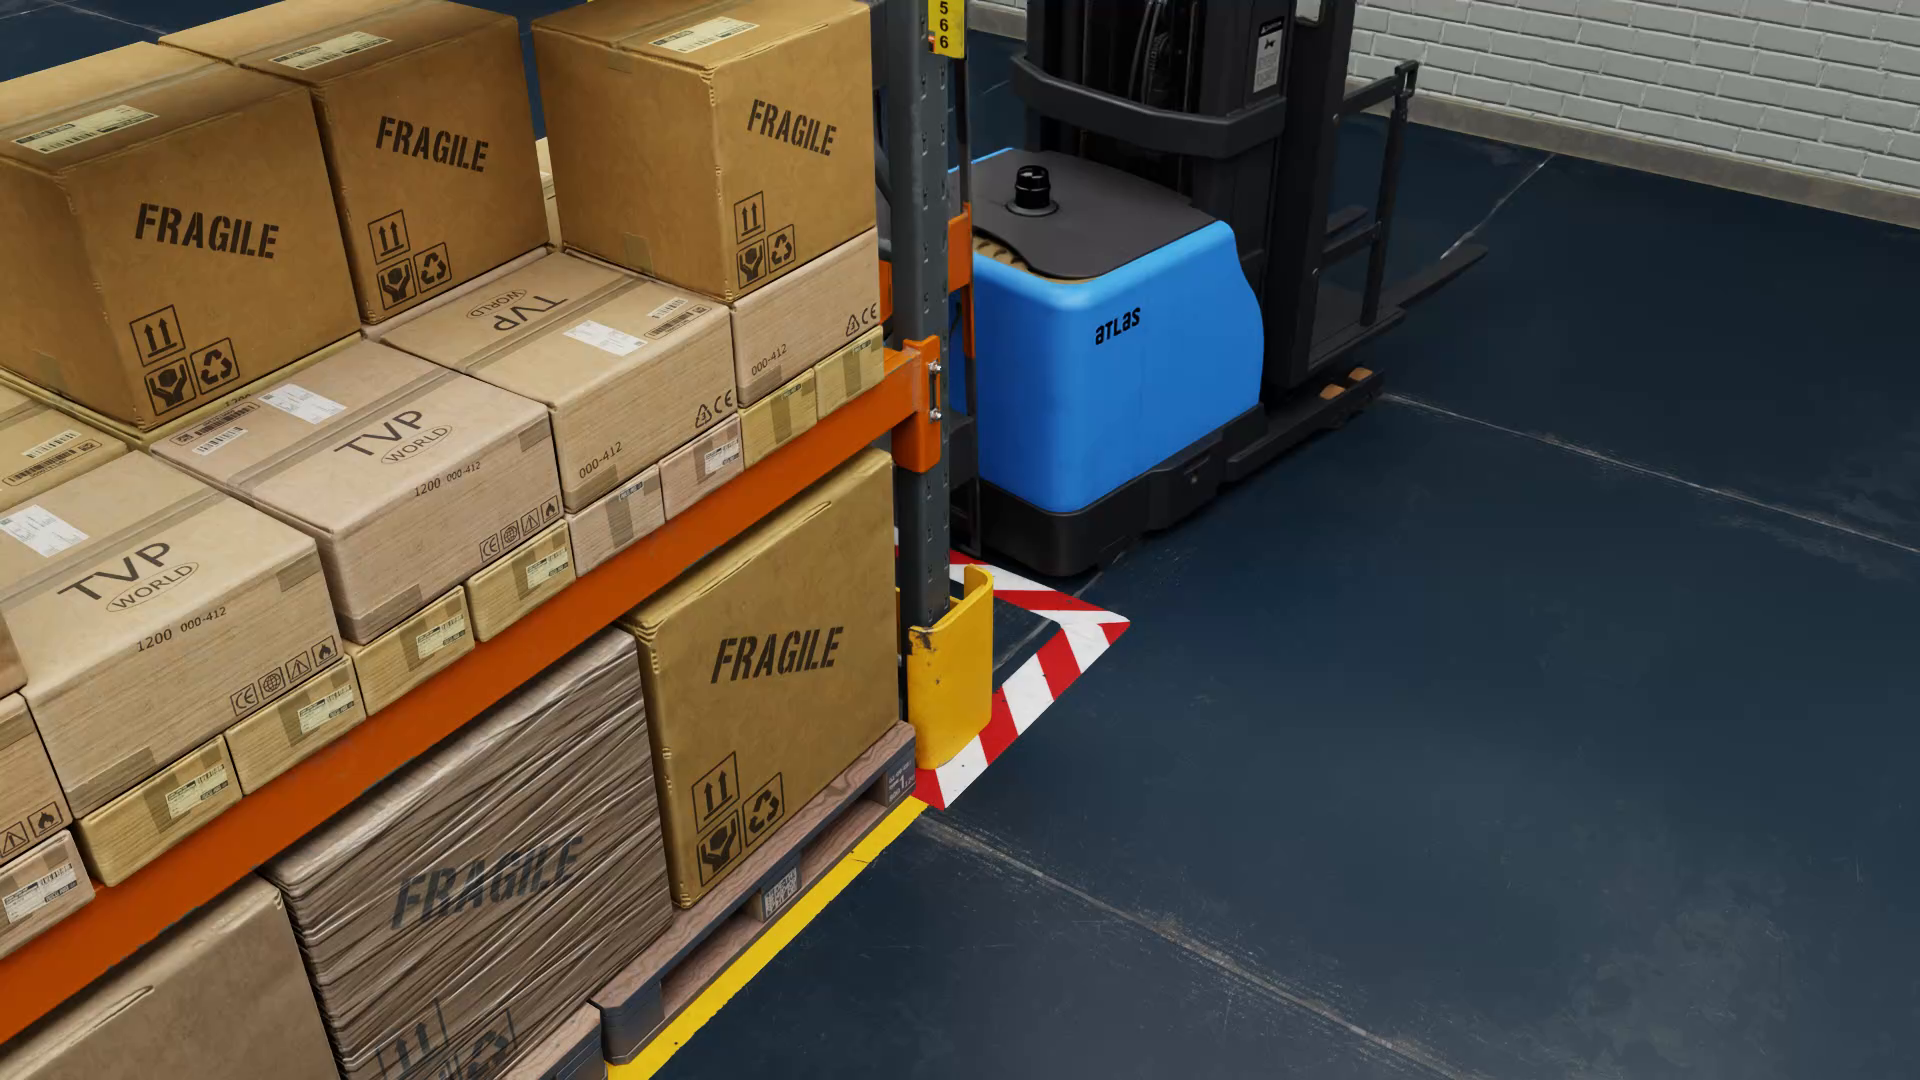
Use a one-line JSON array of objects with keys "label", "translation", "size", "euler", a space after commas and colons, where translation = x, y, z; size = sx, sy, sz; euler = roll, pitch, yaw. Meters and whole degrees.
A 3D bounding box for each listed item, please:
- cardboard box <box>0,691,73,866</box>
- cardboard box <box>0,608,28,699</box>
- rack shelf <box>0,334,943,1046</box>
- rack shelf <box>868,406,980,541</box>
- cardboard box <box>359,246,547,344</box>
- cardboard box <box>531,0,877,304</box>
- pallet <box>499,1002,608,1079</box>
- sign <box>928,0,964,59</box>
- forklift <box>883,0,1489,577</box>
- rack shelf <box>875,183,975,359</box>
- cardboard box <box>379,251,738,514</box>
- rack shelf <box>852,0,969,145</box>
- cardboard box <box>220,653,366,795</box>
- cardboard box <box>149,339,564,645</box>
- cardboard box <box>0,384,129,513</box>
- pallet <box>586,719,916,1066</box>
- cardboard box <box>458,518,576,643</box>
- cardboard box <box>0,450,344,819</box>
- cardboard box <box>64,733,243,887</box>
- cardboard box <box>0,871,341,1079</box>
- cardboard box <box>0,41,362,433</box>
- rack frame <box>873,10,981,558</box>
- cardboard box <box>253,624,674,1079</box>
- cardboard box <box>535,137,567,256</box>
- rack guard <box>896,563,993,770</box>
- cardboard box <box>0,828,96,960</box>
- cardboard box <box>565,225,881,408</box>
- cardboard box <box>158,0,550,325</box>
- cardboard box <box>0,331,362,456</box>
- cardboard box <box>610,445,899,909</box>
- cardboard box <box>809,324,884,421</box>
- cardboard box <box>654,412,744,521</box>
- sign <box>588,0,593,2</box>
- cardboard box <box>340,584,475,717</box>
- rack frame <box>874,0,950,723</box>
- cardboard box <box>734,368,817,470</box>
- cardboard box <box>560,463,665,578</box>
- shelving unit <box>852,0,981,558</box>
[{"label": "cardboard box", "translation": [-1.691, 0.357, 2.413], "size": [0.500, 0.250, 0.500], "euler": [22, 40, 29]}, {"label": "cardboard box", "translation": [-1.689, 0.043, 2.208], "size": [0.500, 0.500, 0.500], "euler": [20, 39, 27]}, {"label": "rack shelf", "translation": [-1.612, 0.396, 3.129], "size": [1.077, 0.370, 4.000], "euler": [21, 39, 28]}, {"label": "rack shelf", "translation": [-0.255, -0.182, 5.398], "size": [0.431, 0.518, 0.480], "euler": [28, 45, 34]}, {"label": "cardboard box", "translation": [-1.258, -0.508, 3.692], "size": [0.500, 0.250, 0.500], "euler": [21, 39, 28]}, {"label": "cardboard box", "translation": [-0.533, -0.886, 3.582], "size": [0.500, 0.500, 0.500], "euler": [22, 40, 29]}, {"label": "pallet", "translation": [-1.559, 1.285, 3.662], "size": [1.003, 0.211, 1.213], "euler": [21, 39, 28]}, {"label": "sign", "translation": [-0.034, -1.221, 3.632], "size": [0.100, 0.325, 0.005], "euler": [21, 39, 28]}, {"label": "forklift", "translation": [1.010, -1.823, 5.829], "size": [1.130, 2.935, 3.031], "euler": [29, 43, 35]}, {"label": "rack shelf", "translation": [-0.275, -0.748, 4.986], "size": [0.431, 0.518, 0.480], "euler": [28, 45, 34]}, {"label": "cardboard box", "translation": [-0.820, -0.343, 3.448], "size": [0.500, 0.250, 0.500], "euler": [21, 39, 27]}, {"label": "rack shelf", "translation": [-0.295, -1.314, 4.575], "size": [0.431, 0.518, 0.480], "euler": [28, 45, 34]}, {"label": "cardboard box", "translation": [-1.276, 0.254, 2.921], "size": [0.380, 0.149, 0.250], "euler": [22, 40, 29]}, {"label": "cardboard box", "translation": [-1.110, -0.108, 3.101], "size": [0.500, 0.250, 0.500], "euler": [20, 39, 27]}, {"label": "cardboard box", "translation": [-1.841, -0.036, 2.994], "size": [0.500, 0.250, 0.500], "euler": [20, 39, 27]}, {"label": "pallet", "translation": [-0.863, 0.725, 4.489], "size": [1.003, 0.211, 1.213], "euler": [21, 39, 28]}, {"label": "cardboard box", "translation": [-0.985, 0.021, 3.266], "size": [0.380, 0.149, 0.250], "euler": [20, 39, 27]}, {"label": "cardboard box", "translation": [-1.403, 0.133, 2.745], "size": [0.500, 0.250, 0.500], "euler": [21, 40, 28]}, {"label": "cardboard box", "translation": [-1.423, 0.374, 2.743], "size": [0.380, 0.149, 0.250], "euler": [20, 39, 27]}, {"label": "cardboard box", "translation": [-1.797, 1.032, 3.068], "size": [0.875, 0.875, 0.875], "euler": [21, 39, 28]}, {"label": "cardboard box", "translation": [-1.543, -0.589, 3.143], "size": [0.500, 0.500, 0.500], "euler": [20, 39, 27]}, {"label": "rack frame", "translation": [-0.109, -0.867, 5.119], "size": [0.400, 2.100, 0.015], "euler": [28, 45, 34]}, {"label": "cardboard box", "translation": [-1.290, 0.622, 3.674], "size": [0.875, 0.875, 0.875], "euler": [21, 39, 28]}, {"label": "cardboard box", "translation": [-0.967, -0.749, 4.048], "size": [0.500, 0.250, 0.500], "euler": [20, 39, 27]}, {"label": "rack guard", "translation": [-0.458, 0.202, 5.005], "size": [1.175, 0.500, 0.348], "euler": [21, 39, 28]}, {"label": "cardboard box", "translation": [-1.572, 0.496, 2.564], "size": [0.380, 0.149, 0.250], "euler": [22, 40, 29]}, {"label": "cardboard box", "translation": [-0.530, -0.576, 3.792], "size": [0.500, 0.250, 0.500], "euler": [21, 39, 27]}, {"label": "cardboard box", "translation": [-1.252, -0.830, 3.498], "size": [0.500, 0.500, 0.500], "euler": [20, 39, 27]}, {"label": "cardboard box", "translation": [-1.547, -0.278, 3.351], "size": [0.500, 0.250, 0.500], "euler": [20, 39, 27]}, {"label": "cardboard box", "translation": [-0.771, 0.204, 4.293], "size": [0.875, 0.875, 0.875], "euler": [21, 39, 28]}, {"label": "cardboard box", "translation": [-0.404, -0.450, 3.961], "size": [0.380, 0.149, 0.250], "euler": [22, 40, 29]}, {"label": "cardboard box", "translation": [-0.696, -0.214, 3.613], "size": [0.380, 0.149, 0.250], "euler": [21, 40, 28]}, {"label": "sign", "translation": [-0.924, -1.394, 4.290], "size": [0.100, 0.325, 0.005], "euler": [21, 39, 28]}, {"label": "cardboard box", "translation": [-1.133, 0.140, 3.089], "size": [0.380, 0.149, 0.250], "euler": [21, 40, 28]}, {"label": "rack frame", "translation": [-0.472, -0.823, 4.289], "size": [1.000, 3.000, 0.127], "euler": [21, 39, 28]}, {"label": "cardboard box", "translation": [-0.551, -0.329, 3.784], "size": [0.380, 0.149, 0.250], "euler": [22, 40, 29]}, {"label": "cardboard box", "translation": [-0.839, -0.099, 3.443], "size": [0.380, 0.149, 0.250], "euler": [22, 40, 29]}, {"label": "shelving unit", "translation": [-0.275, -0.759, 4.978], "size": [0.431, 2.100, 0.503], "euler": [28, 45, 34]}]
